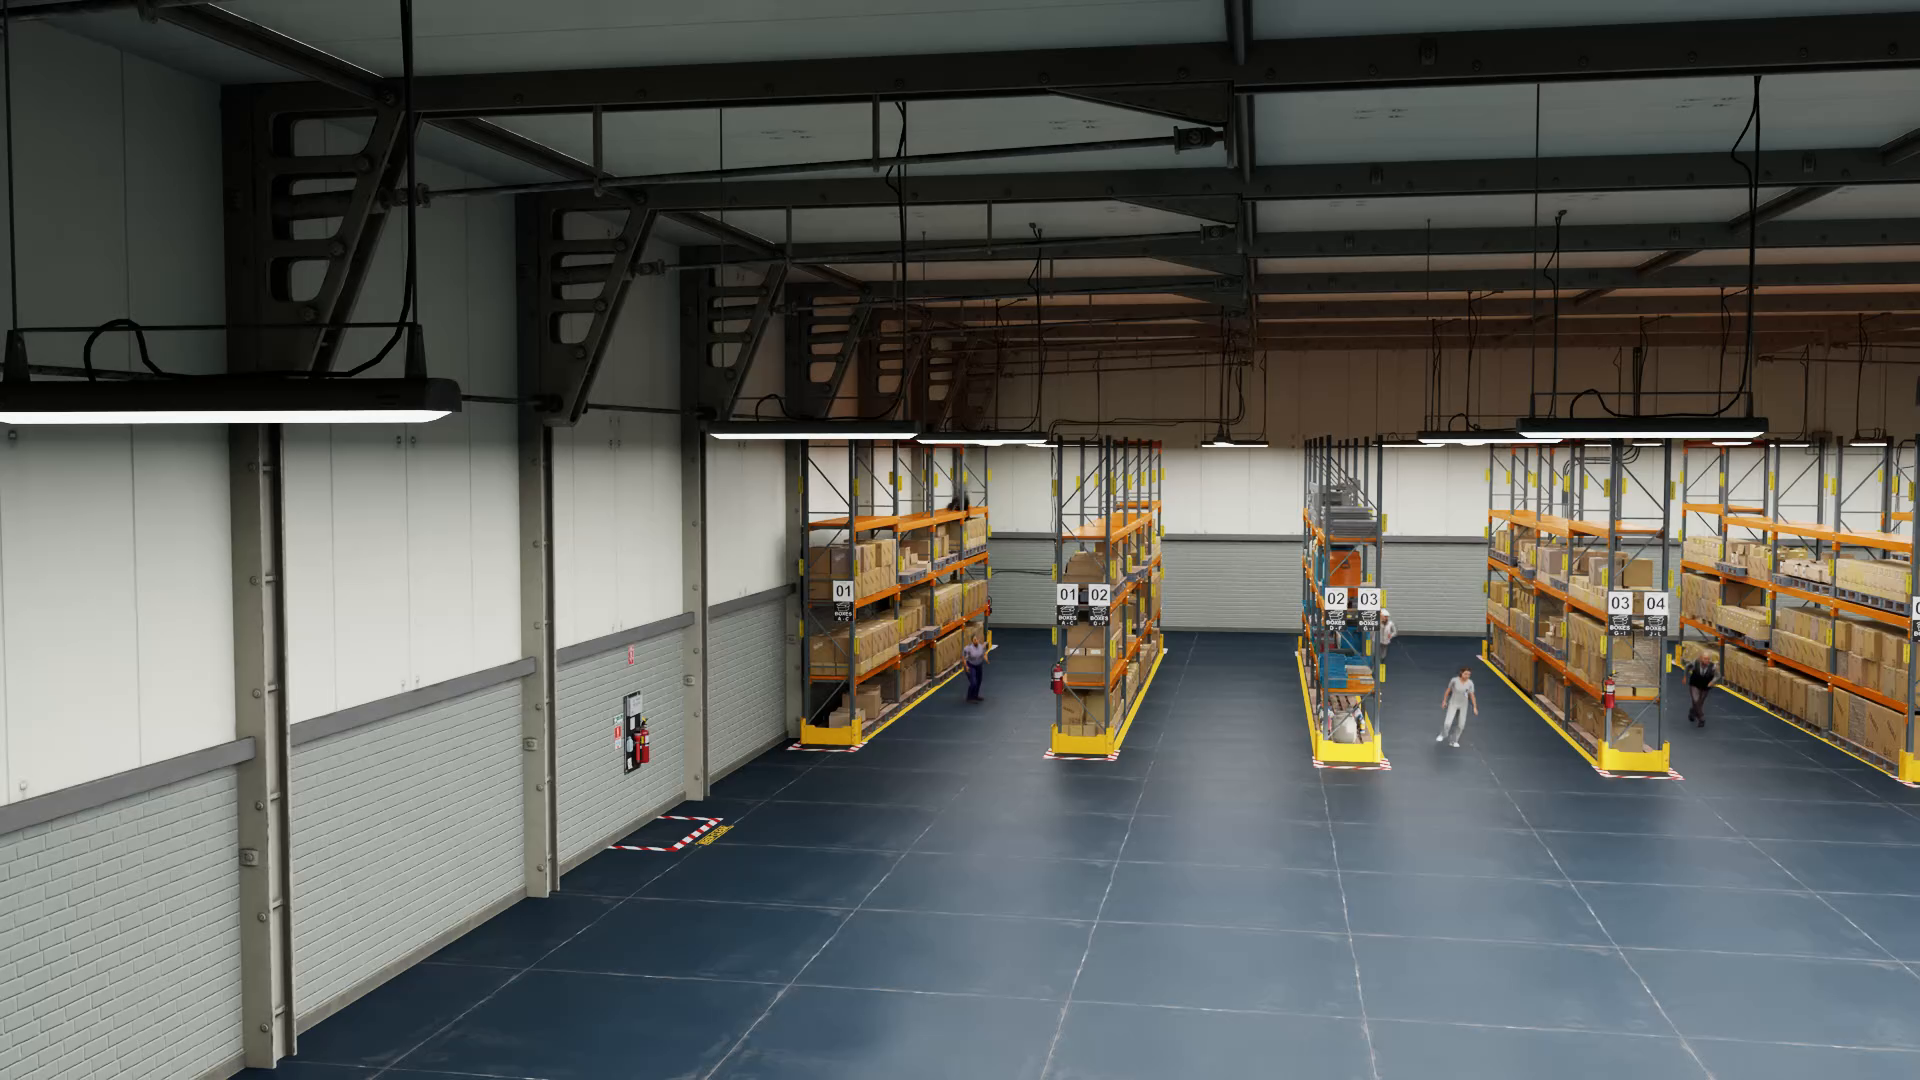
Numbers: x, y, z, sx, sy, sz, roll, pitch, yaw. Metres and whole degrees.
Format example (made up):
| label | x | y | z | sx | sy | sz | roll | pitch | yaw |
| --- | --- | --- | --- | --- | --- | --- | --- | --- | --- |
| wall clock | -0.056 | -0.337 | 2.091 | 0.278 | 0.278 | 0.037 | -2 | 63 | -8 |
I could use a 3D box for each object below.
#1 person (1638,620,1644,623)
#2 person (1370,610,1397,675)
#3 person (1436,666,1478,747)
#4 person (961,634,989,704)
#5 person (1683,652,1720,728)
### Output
| label | x | y | z | sx | sy | sz | roll | pitch | yaw |
| --- | --- | --- | --- | --- | --- | --- | --- | --- | --- |
| person | 18.692 | 2.476 | 45.288 | 0.632 | 1.639 | 0.649 | -2 | 3 | -27 |
| person | 10.786 | 2.596 | 42.423 | 0.647 | 1.662 | 0.986 | 0 | 3 | 4 |
| person | 9.554 | 3.184 | 31.971 | 0.702 | 1.595 | 0.606 | 0 | 3 | 5 |
| person | 0.366 | 2.920 | 37.738 | 0.668 | 1.592 | 0.770 | -2 | 4 | -39 |
| person | 15.336 | 3.061 | 34.450 | 0.660 | 1.556 | 1.066 | 1 | 3 | 13 |
